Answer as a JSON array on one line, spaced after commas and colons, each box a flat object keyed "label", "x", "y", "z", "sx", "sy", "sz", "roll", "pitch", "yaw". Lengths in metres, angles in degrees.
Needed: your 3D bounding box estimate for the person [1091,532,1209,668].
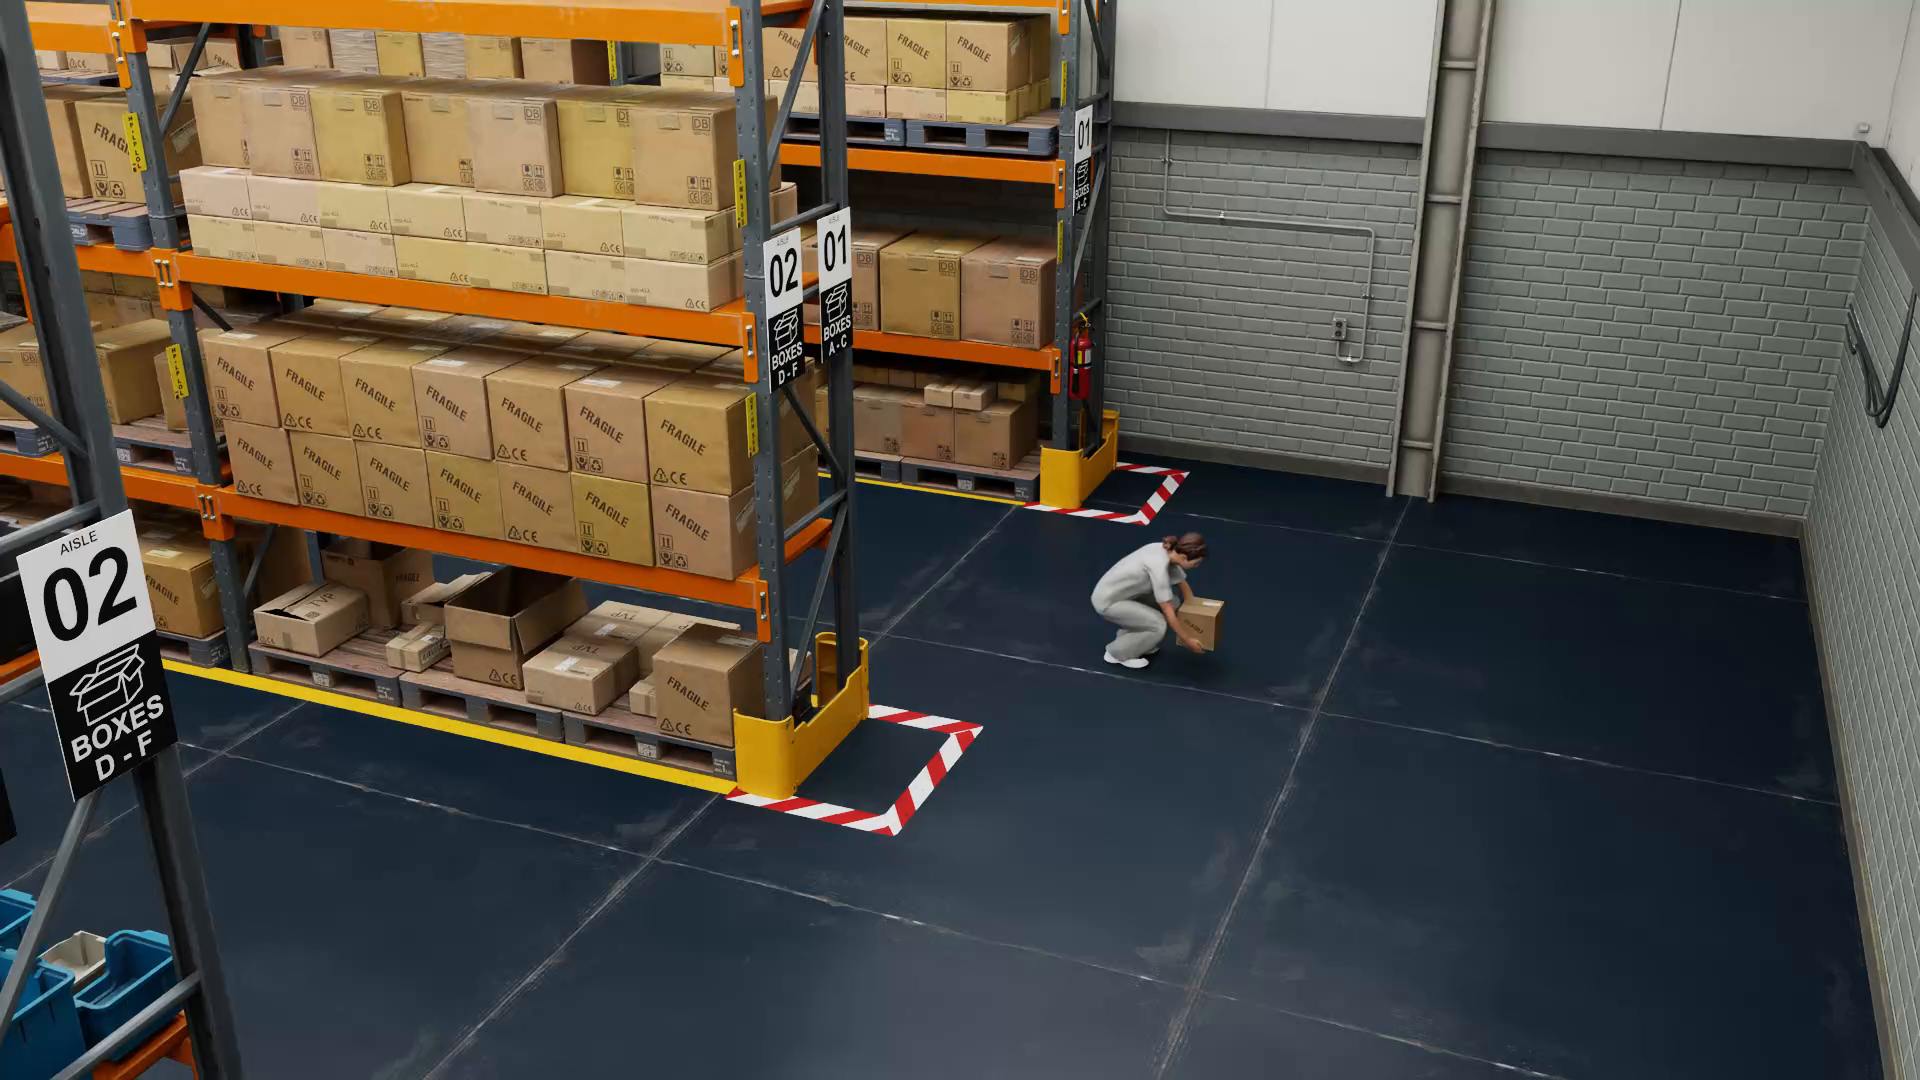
[{"label": "person", "x": 1.279, "y": 0.370, "z": 10.999, "sx": 0.802, "sy": 0.932, "sz": 0.494, "roll": 9, "pitch": 24, "yaw": 20}]
